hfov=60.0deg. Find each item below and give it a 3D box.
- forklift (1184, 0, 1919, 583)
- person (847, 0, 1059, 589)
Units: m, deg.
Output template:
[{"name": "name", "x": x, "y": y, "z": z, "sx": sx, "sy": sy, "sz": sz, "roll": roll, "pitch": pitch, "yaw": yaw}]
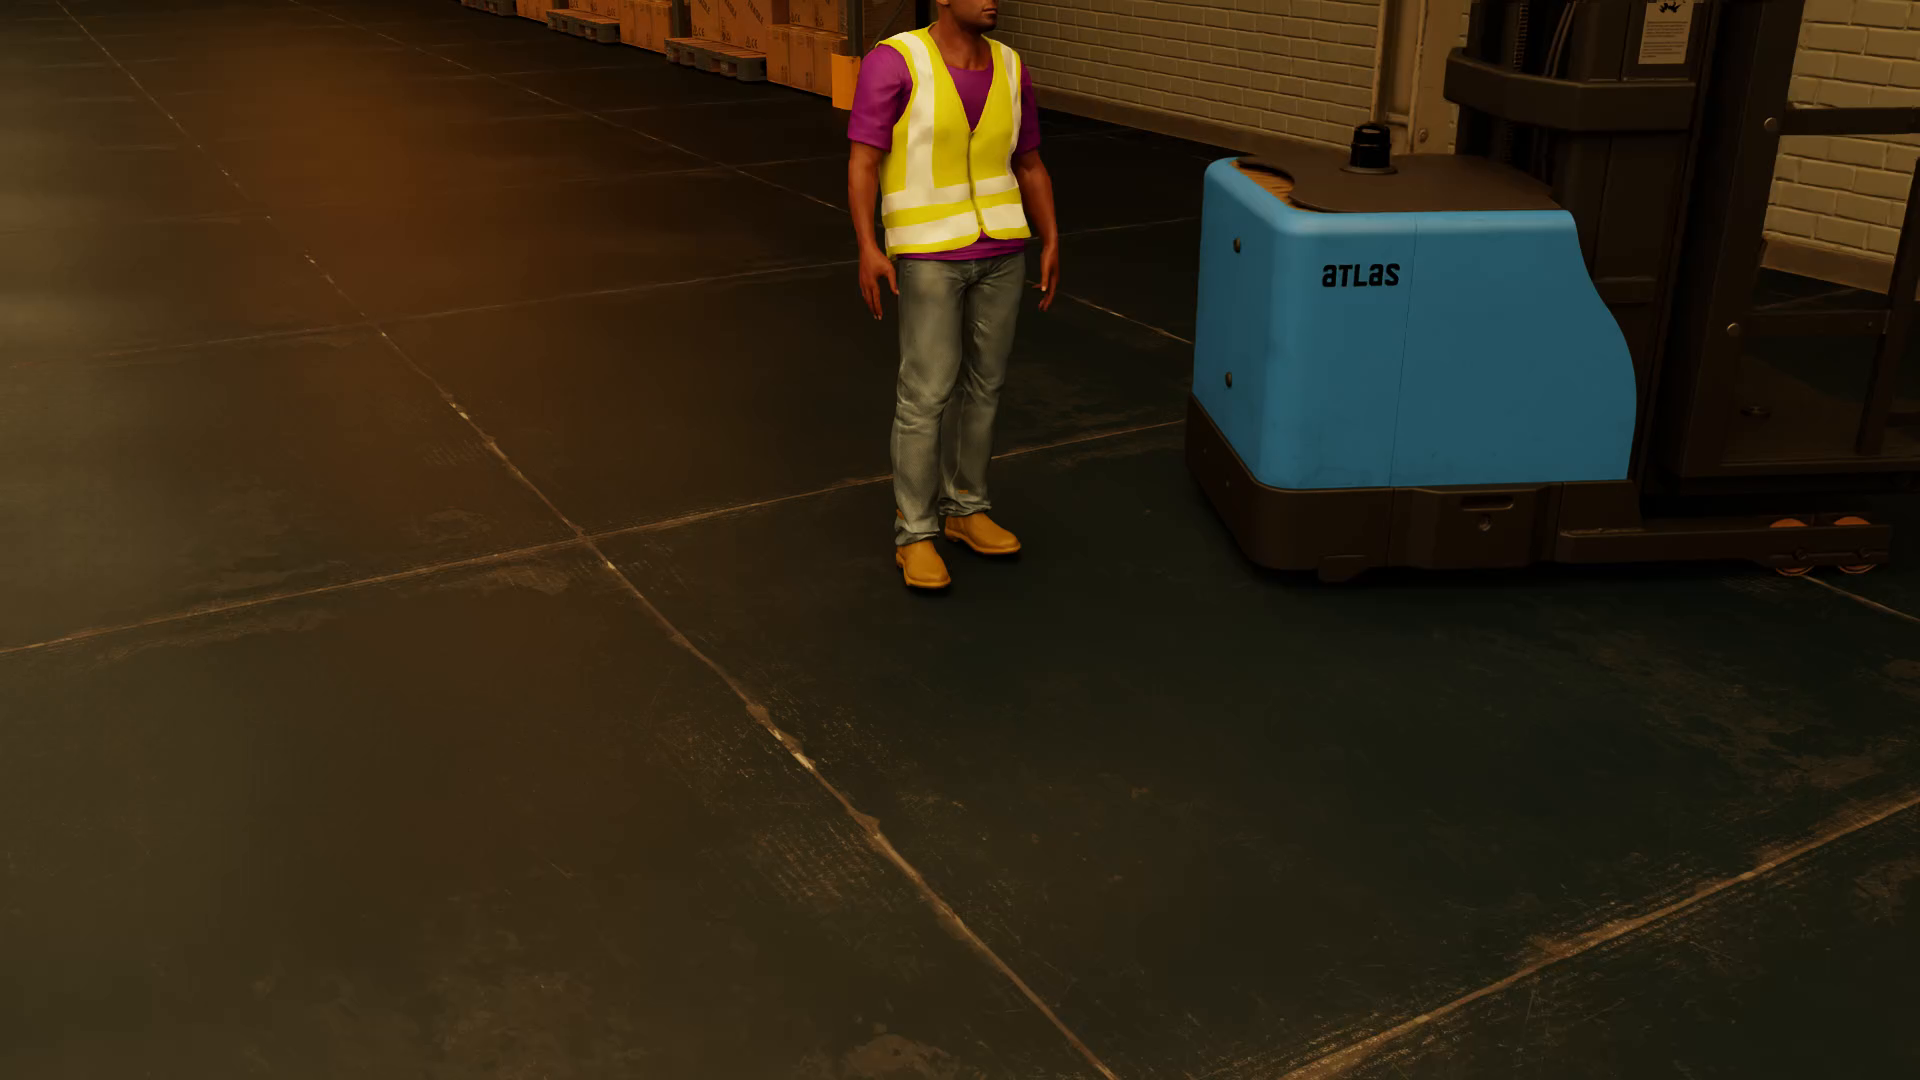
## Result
[{"name": "forklift", "x": 2.303, "y": -1.448, "z": 4.802, "sx": 3.031, "sy": 2.935, "sz": 1.130, "roll": -2, "pitch": 22, "yaw": -5}, {"name": "person", "x": 0.029, "y": -0.800, "z": 4.738, "sx": 0.665, "sy": 1.766, "sz": 0.576, "roll": -12, "pitch": 25, "yaw": -28}]
